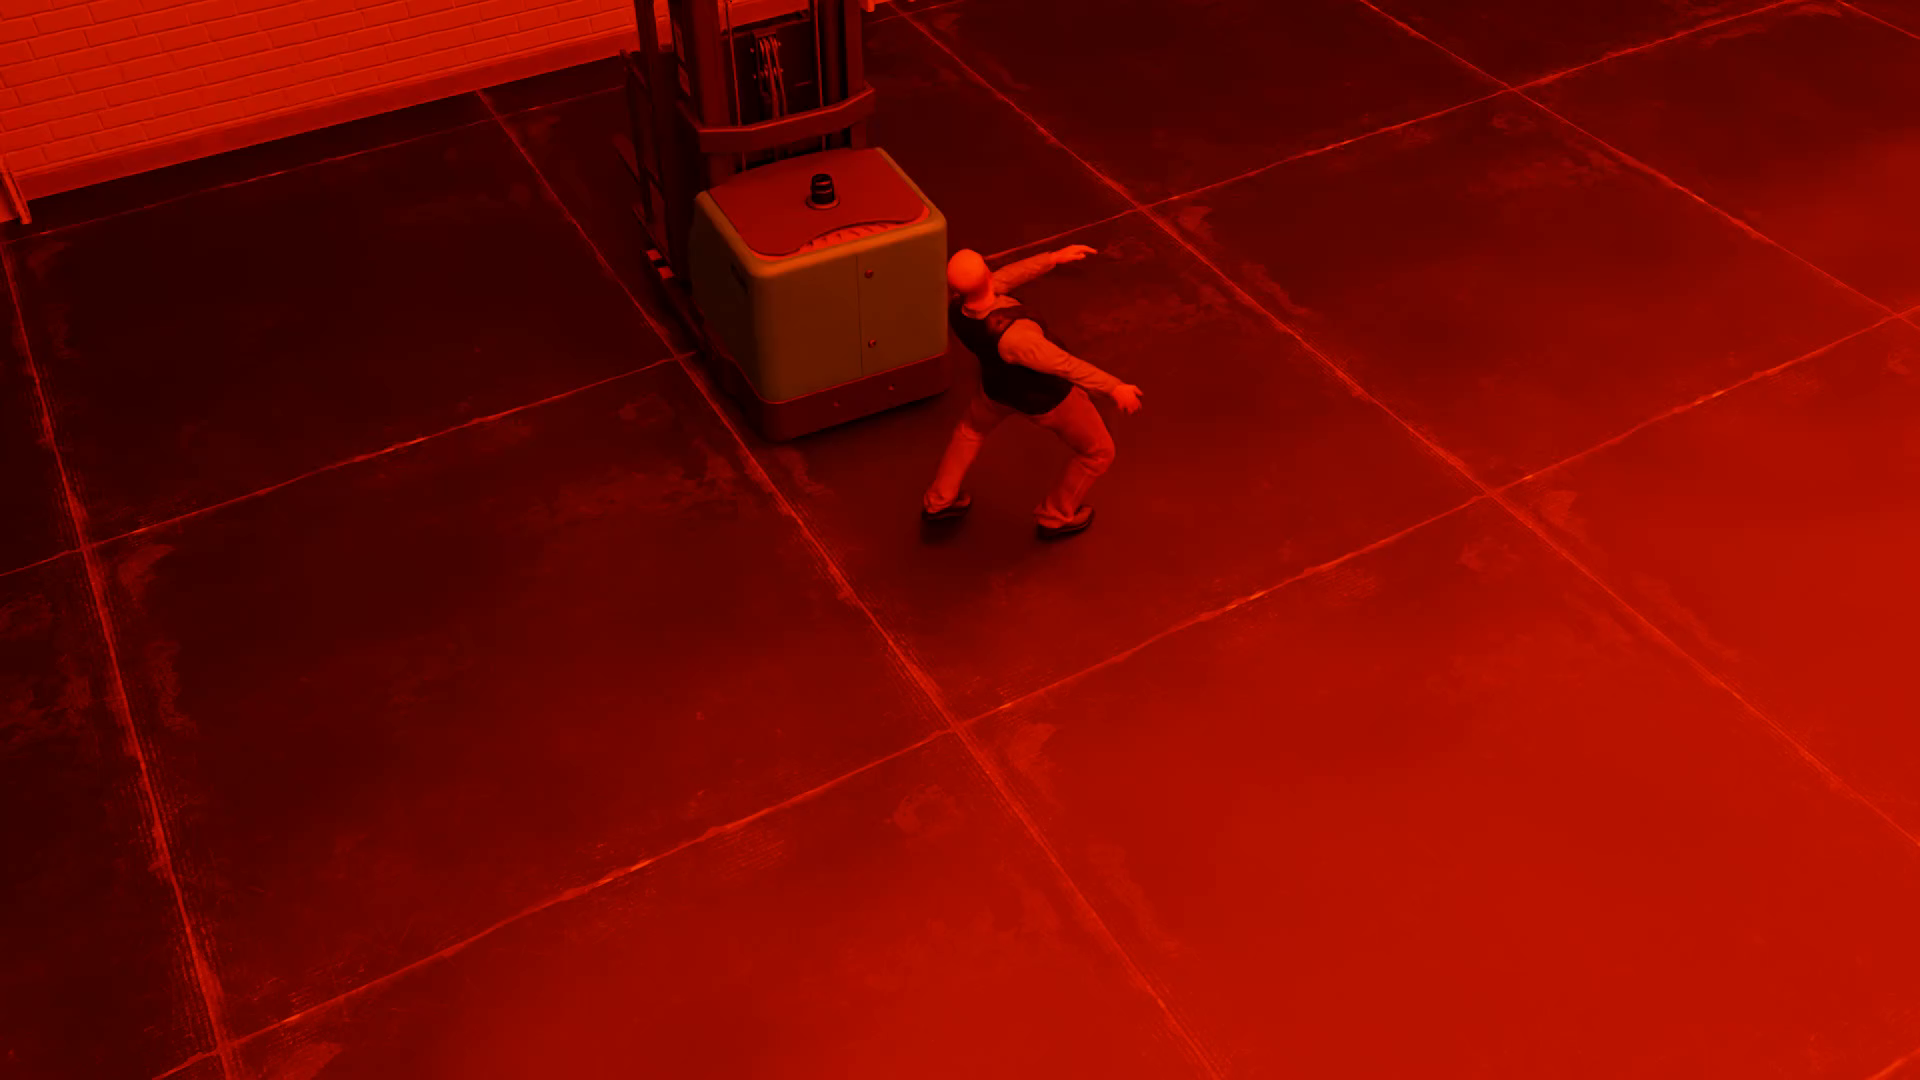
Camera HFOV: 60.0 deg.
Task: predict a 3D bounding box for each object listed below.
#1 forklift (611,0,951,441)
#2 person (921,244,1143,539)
[{"bbox_3d":[-1.158,-2.569,8.468,1.130,2.935,3.031,-19,46,-19],"label":"forklift"},{"bbox_3d":[0.384,-0.651,7.418,0.921,1.519,0.802,26,49,25],"label":"person"}]
